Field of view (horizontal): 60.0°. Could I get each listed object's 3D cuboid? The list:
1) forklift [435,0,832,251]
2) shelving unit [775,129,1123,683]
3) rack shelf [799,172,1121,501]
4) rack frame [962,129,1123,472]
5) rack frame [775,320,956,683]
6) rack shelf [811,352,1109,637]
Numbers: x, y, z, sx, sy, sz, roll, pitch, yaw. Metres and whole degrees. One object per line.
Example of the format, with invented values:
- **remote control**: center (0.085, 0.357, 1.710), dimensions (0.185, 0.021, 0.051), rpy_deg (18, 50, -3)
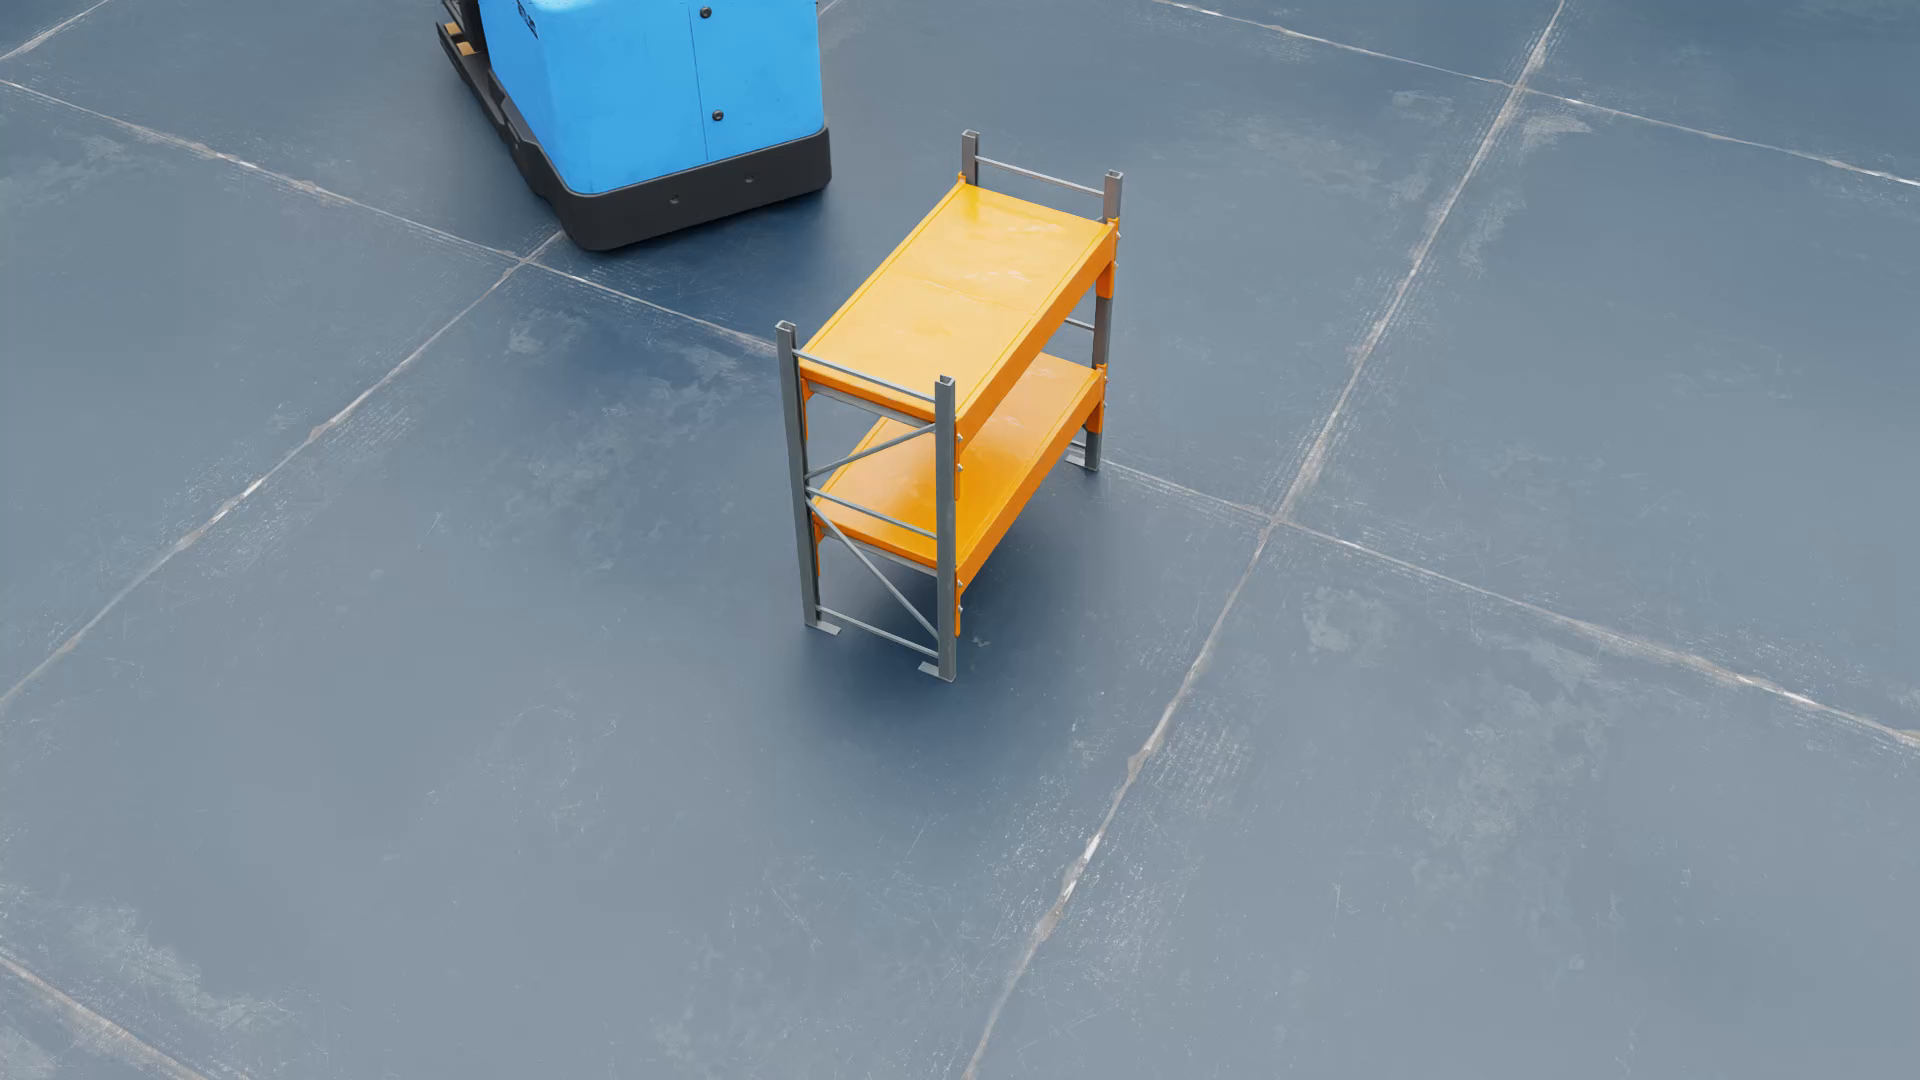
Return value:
- **forklift**: center (-1.639, -3.160, 6.312), dimensions (1.130, 2.935, 3.031), rpy_deg (-21, 49, -19)
- **shelving unit**: center (-0.003, -0.391, 4.846), dimensions (0.538, 1.125, 1.048), rpy_deg (20, 49, 19)
- **rack shelf**: center (-0.003, -0.597, 4.638), dimensions (0.538, 0.278, 1.000), rpy_deg (20, 49, 19)
- **rack frame**: center (0.233, -0.711, 5.162), dimensions (0.500, 1.125, 0.032), rpy_deg (20, 49, 19)
- **rack frame**: center (-0.239, -0.071, 4.529), dimensions (0.500, 1.125, 0.032), rpy_deg (20, 49, 19)
- **rack shelf**: center (-0.003, -0.219, 5.020), dimensions (0.538, 0.278, 1.000), rpy_deg (20, 49, 19)
